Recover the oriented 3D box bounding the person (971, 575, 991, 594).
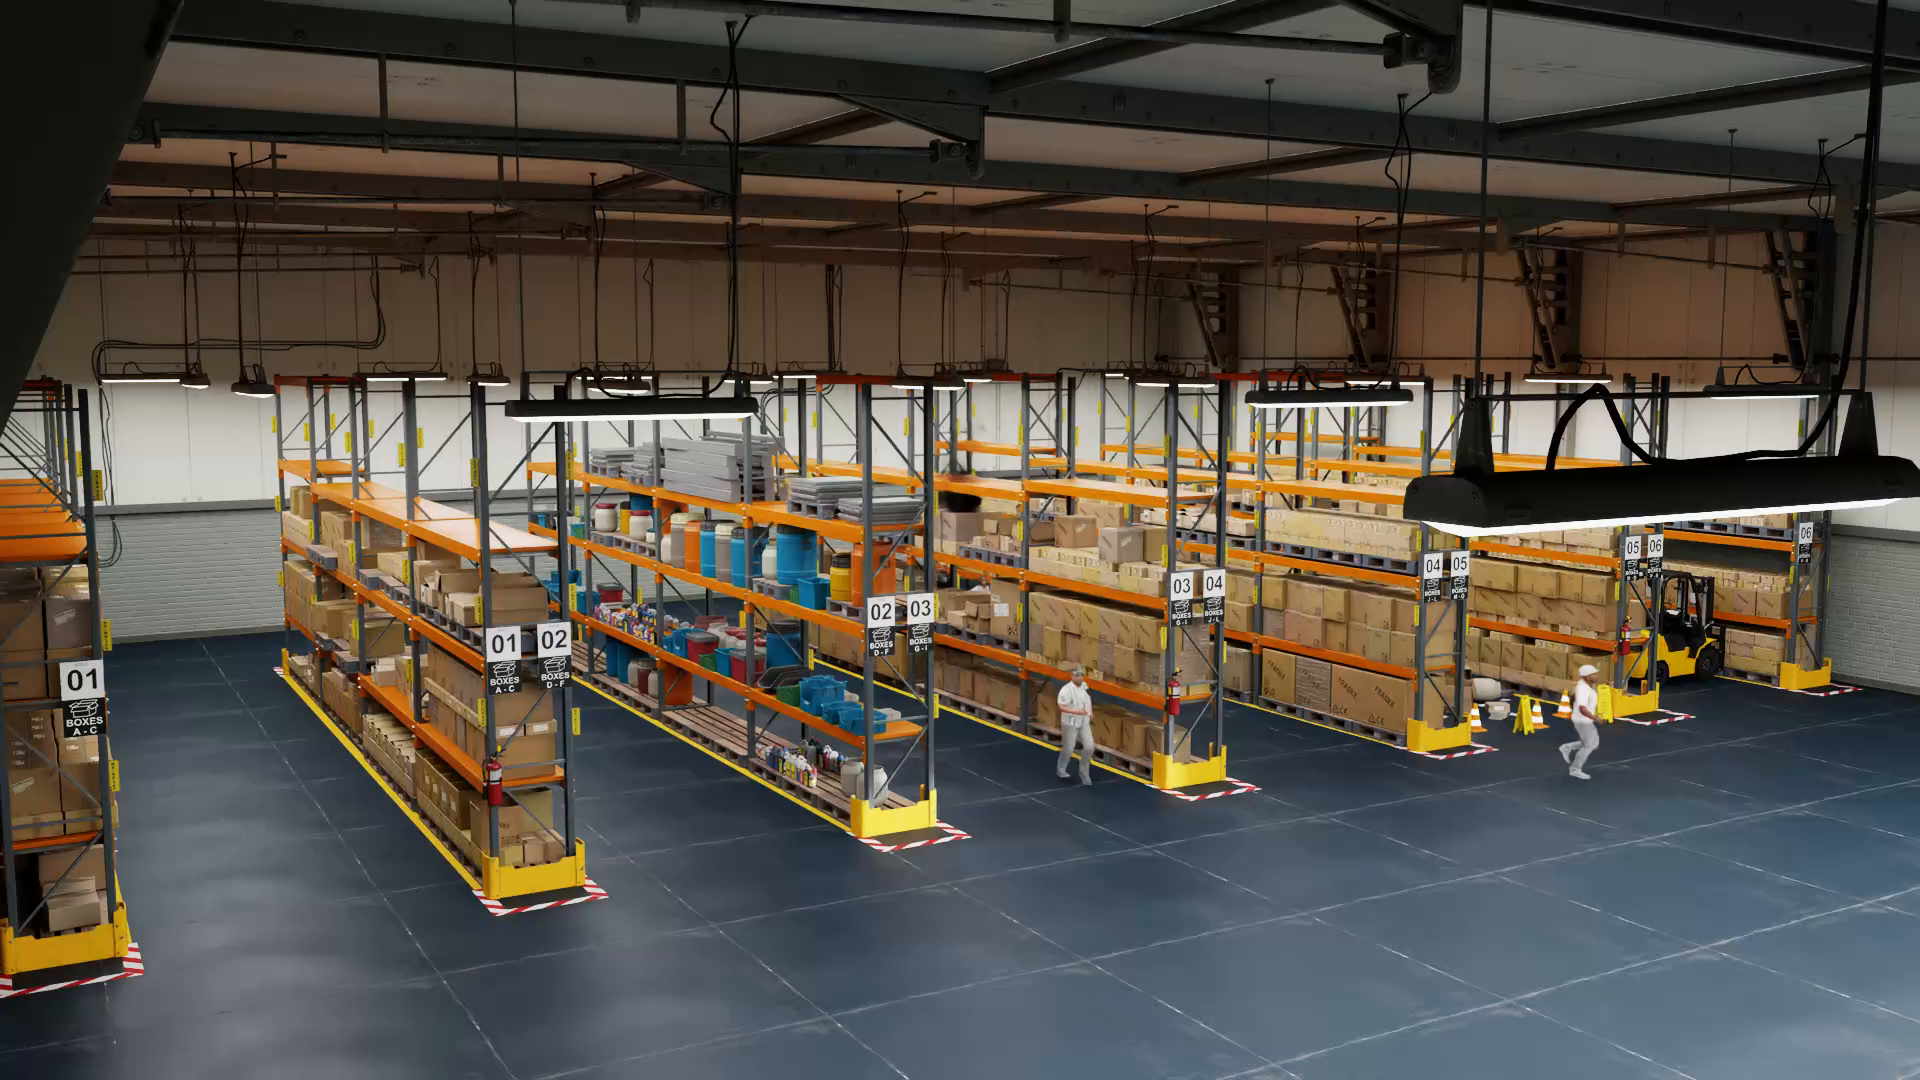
[{"bbox_3d":[0.496,1.559,36.337,0.512,1.590,0.664,-4,7,-31],"label":"person"}]

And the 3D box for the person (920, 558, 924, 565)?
[{"bbox_3d":[-0.933,0.997,42.033,0.610,1.529,0.633,-2,6,-14],"label":"person"}]

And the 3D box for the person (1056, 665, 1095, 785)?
[{"bbox_3d":[1.741,2.773,24.748,0.685,1.867,0.765,-4,7,-30],"label":"person"}]

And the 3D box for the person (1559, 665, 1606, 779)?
[{"bbox_3d":[9.423,2.734,25.165,0.651,1.729,0.728,2,7,21],"label":"person"}]

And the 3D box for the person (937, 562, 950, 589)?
[{"bbox_3d":[-0.382,1.363,37.714,0.635,1.733,0.720,-4,7,-32],"label":"person"}]
